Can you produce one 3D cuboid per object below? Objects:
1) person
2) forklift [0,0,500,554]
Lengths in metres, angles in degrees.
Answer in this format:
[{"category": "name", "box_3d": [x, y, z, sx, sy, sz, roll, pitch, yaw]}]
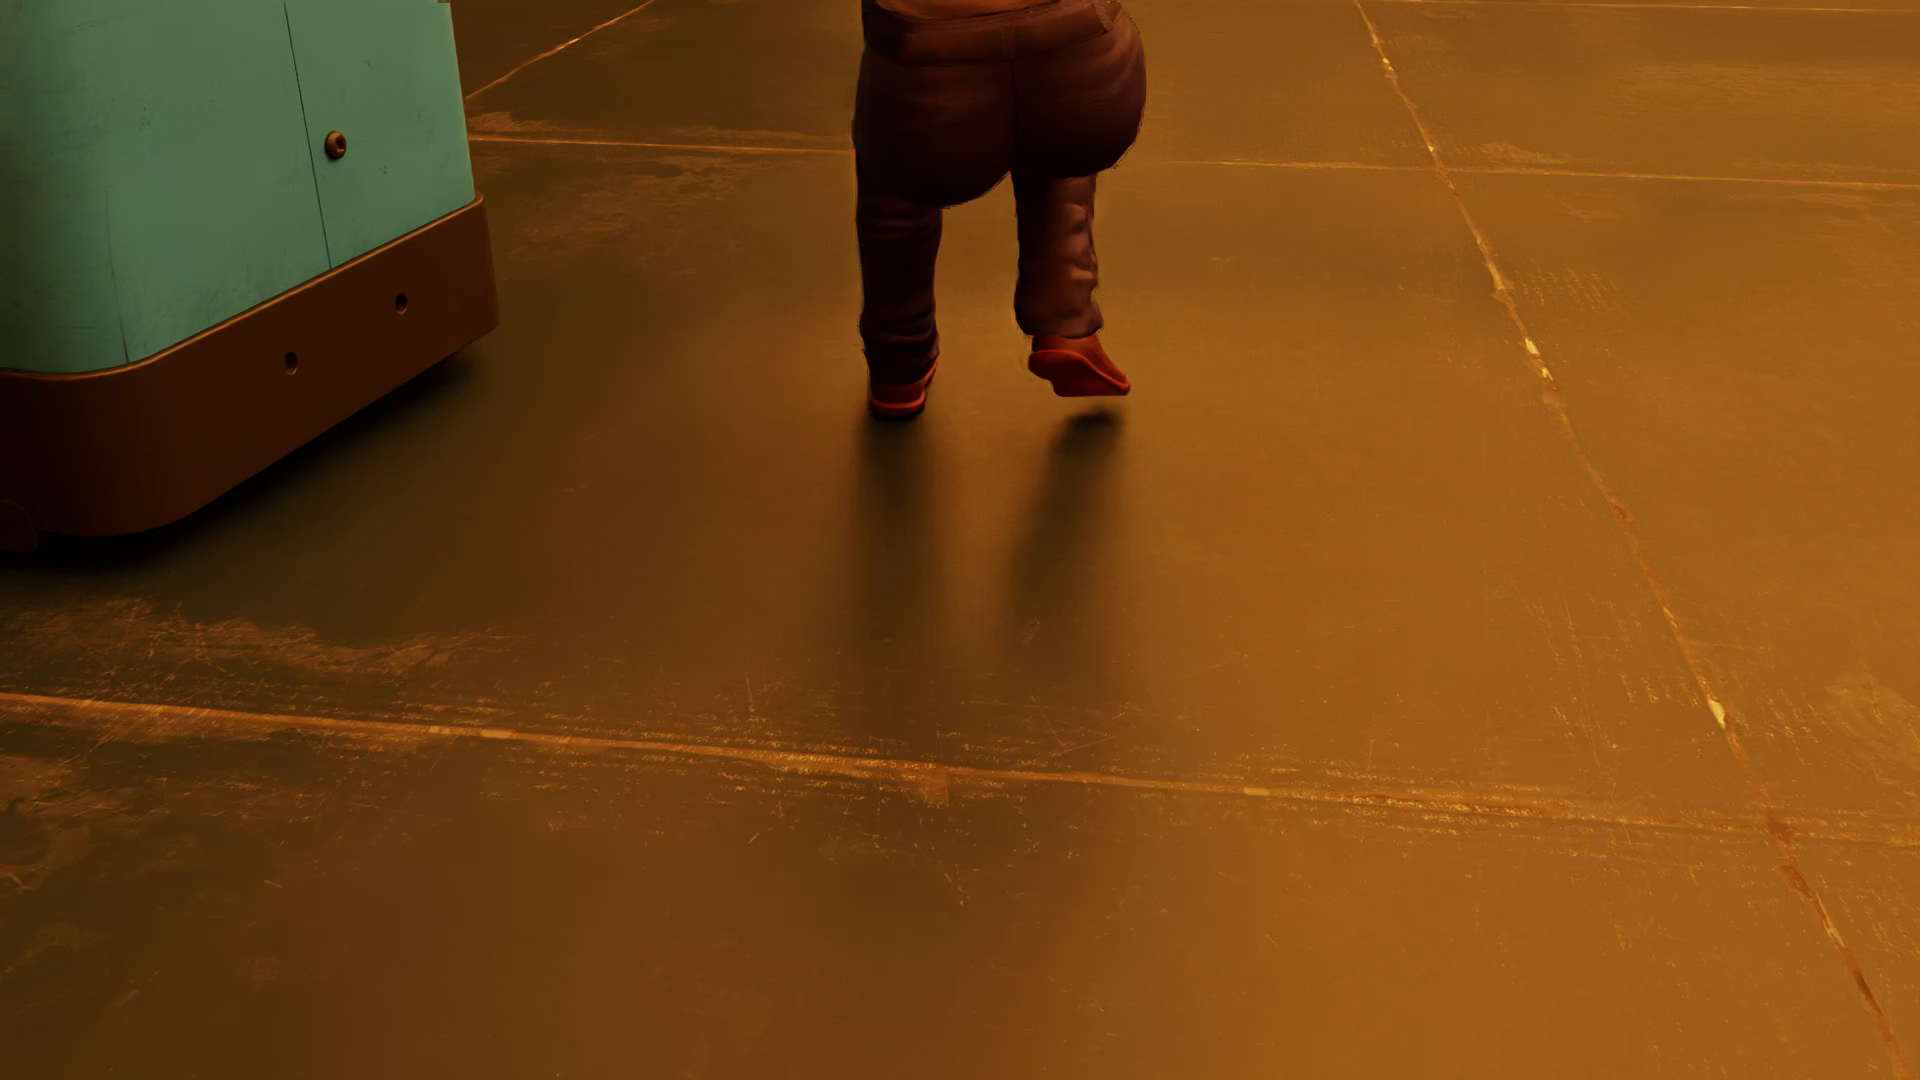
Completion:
[{"category": "person", "box_3d": [0.023, -0.810, 2.535, 0.990, 1.406, 0.787, -4, 27, -9]}, {"category": "forklift", "box_3d": [-2.452, -1.653, 2.530, 3.031, 2.935, 1.130, 7, 27, 14]}]
